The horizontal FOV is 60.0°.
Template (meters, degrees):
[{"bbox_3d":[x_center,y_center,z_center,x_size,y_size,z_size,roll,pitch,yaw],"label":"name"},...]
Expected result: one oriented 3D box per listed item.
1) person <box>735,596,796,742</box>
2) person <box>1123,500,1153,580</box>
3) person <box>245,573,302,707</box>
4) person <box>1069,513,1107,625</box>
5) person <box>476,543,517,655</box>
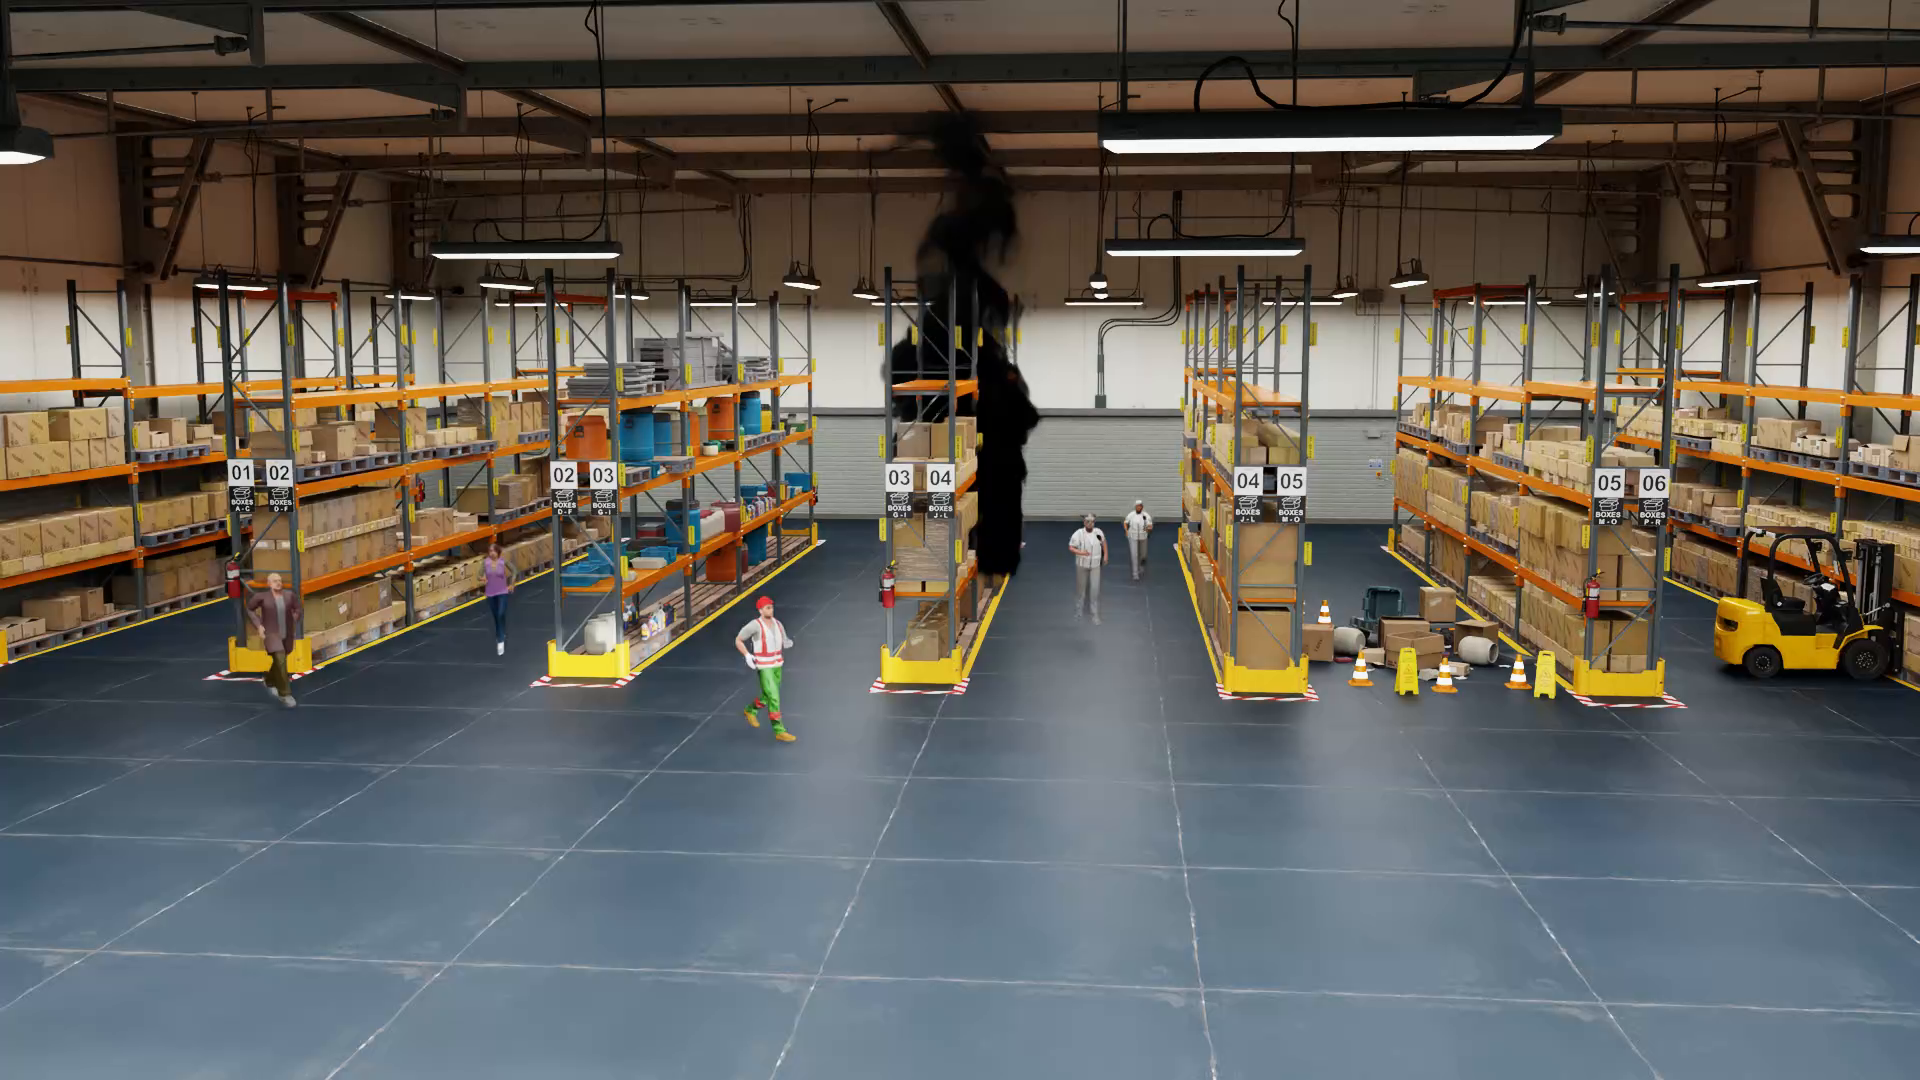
[{"bbox_3d":[-2.406,1.580,20.766,0.999,1.766,0.663,5,9,38],"label":"person"},{"bbox_3d":[3.714,-0.018,34.682,0.620,1.634,0.823,0,7,3],"label":"person"},{"bbox_3d":[-9.311,1.333,22.723,0.943,1.787,0.699,6,9,40],"label":"person"},{"bbox_3d":[2.152,0.452,27.869,0.683,1.846,0.795,-1,7,-8],"label":"person"},{"bbox_3d":[-7.050,0.863,25.309,0.563,1.652,0.757,0,7,-3],"label":"person"}]
